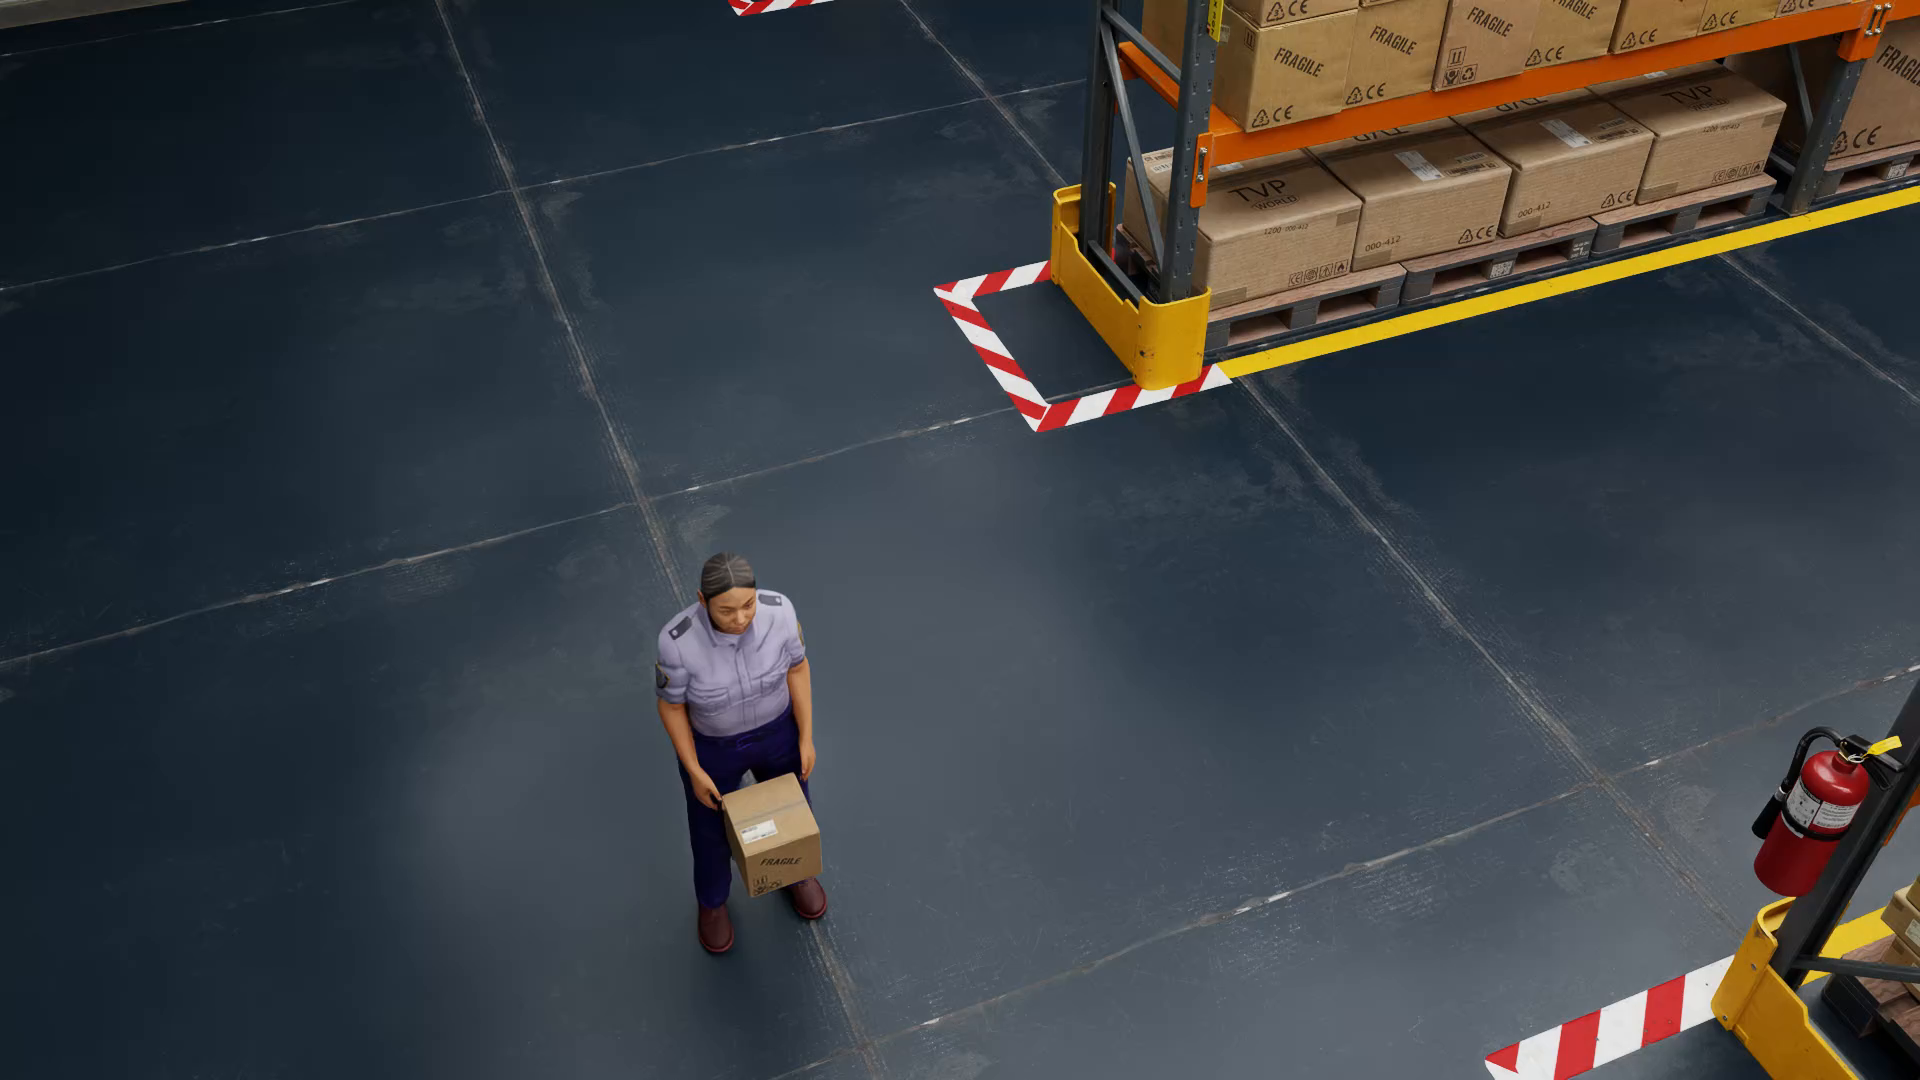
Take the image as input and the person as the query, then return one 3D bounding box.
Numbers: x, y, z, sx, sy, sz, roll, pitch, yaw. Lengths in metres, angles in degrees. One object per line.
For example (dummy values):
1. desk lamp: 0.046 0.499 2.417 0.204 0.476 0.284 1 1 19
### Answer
1. person: -0.715 0.664 5.425 0.519 1.656 0.372 -16 45 -17
